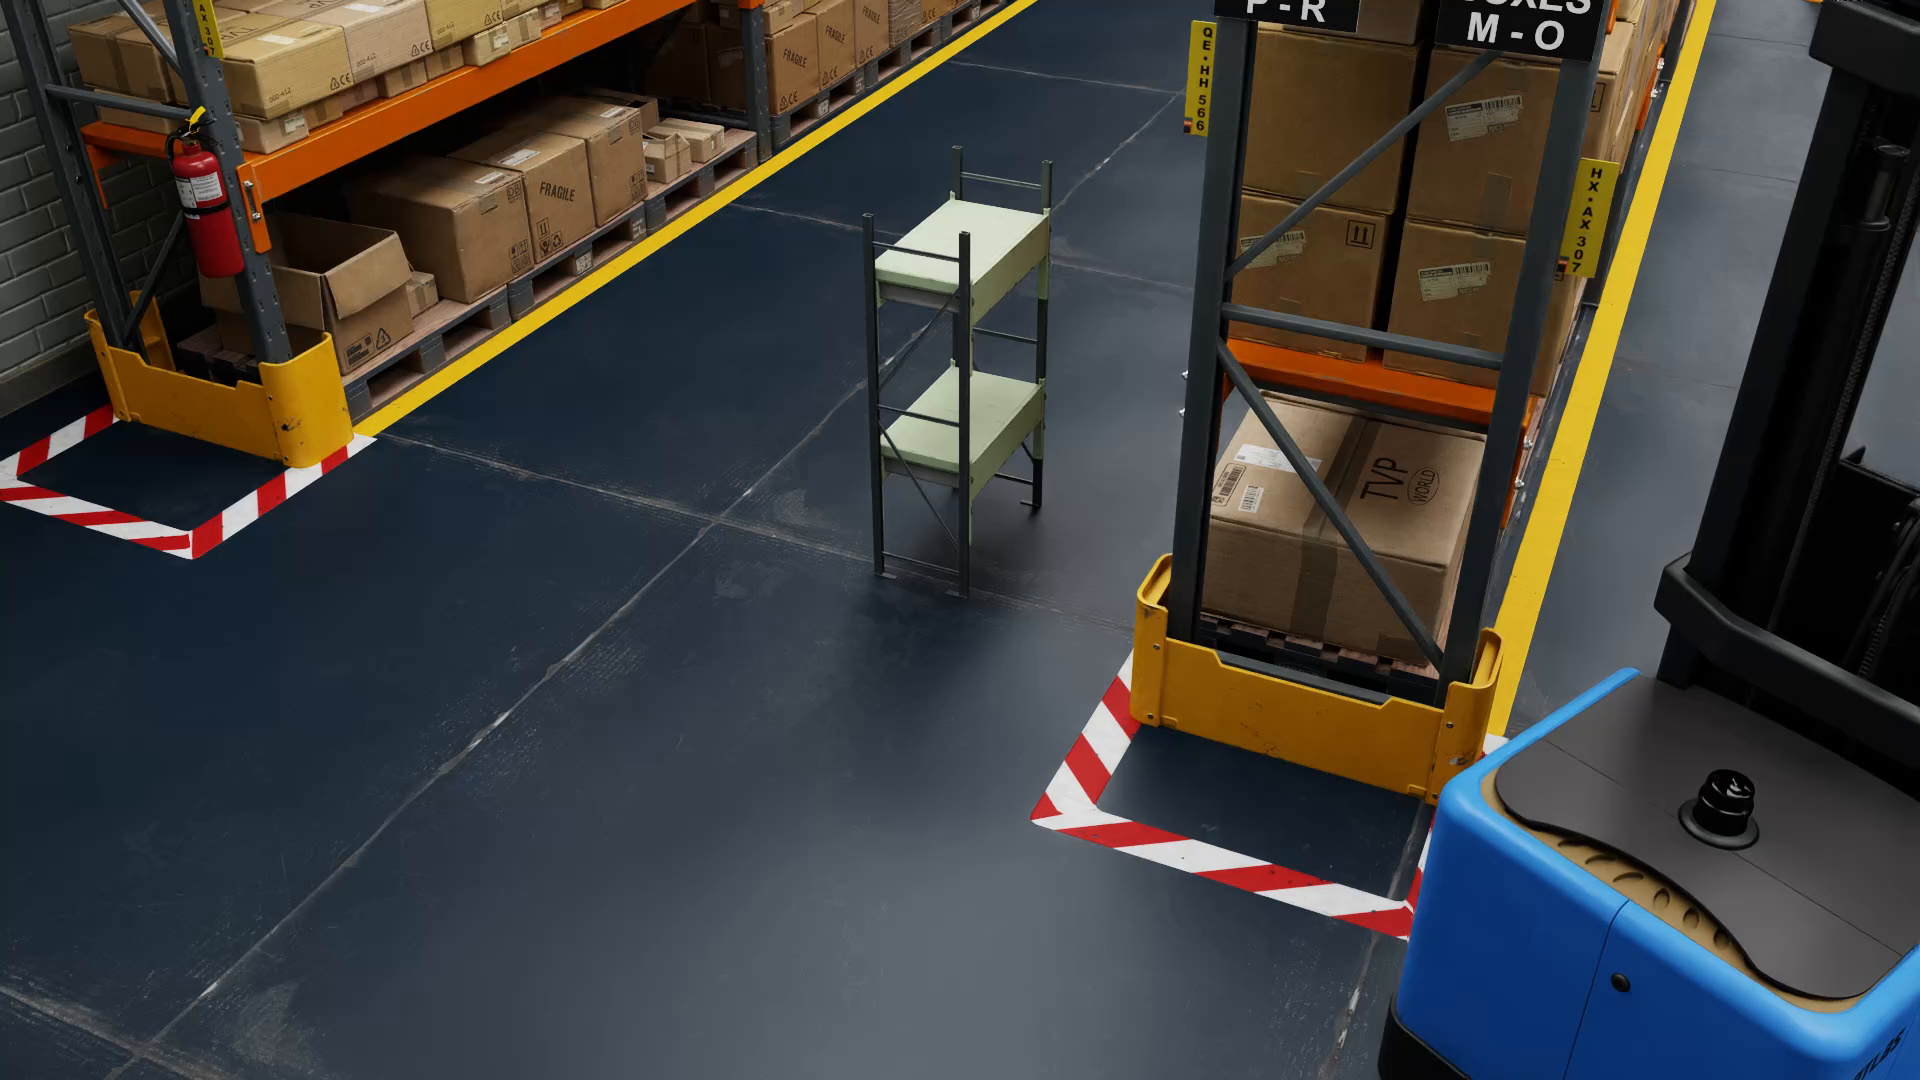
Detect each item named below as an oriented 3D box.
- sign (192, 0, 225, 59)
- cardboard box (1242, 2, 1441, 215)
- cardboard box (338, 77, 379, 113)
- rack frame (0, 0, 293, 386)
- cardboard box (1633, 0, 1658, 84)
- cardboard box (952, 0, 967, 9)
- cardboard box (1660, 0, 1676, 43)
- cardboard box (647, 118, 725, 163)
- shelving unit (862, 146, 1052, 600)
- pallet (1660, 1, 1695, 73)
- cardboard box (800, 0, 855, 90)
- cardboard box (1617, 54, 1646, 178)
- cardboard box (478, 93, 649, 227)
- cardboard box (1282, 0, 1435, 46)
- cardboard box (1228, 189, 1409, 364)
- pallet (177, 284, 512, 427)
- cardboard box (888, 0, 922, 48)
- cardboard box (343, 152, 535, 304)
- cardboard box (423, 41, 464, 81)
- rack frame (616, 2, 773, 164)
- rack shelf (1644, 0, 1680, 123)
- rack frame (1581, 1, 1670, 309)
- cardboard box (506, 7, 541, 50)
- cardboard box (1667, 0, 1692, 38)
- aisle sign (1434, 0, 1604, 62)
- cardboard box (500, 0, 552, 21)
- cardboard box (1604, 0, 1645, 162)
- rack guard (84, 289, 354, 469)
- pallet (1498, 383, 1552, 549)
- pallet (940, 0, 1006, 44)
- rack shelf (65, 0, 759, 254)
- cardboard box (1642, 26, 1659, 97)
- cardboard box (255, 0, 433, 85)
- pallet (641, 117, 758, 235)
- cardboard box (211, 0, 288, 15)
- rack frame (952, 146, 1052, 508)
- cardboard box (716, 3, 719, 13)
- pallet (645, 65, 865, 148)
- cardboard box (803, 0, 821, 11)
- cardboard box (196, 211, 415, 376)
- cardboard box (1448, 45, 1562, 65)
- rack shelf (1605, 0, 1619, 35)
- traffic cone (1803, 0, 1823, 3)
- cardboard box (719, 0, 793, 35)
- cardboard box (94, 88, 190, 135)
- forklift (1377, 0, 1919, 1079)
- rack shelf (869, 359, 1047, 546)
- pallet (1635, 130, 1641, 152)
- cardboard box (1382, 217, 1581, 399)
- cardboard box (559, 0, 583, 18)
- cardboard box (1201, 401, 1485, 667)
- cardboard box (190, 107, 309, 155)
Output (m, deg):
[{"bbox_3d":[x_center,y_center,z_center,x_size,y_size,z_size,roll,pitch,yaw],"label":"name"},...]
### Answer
[{"bbox_3d":[-2.833,-1.972,6.233,0.100,0.325,0.005,14,36,20],"label":"sign"},{"bbox_3d":[1.170,-1.352,5.074,0.500,0.500,0.500,15,36,22],"label":"cardboard box"},{"bbox_3d":[-2.796,-2.006,7.303,0.380,0.149,0.250,14,36,20],"label":"cardboard box"},{"bbox_3d":[-3.326,-1.735,6.660,1.000,3.000,0.127,14,36,20],"label":"rack frame"},{"bbox_3d":[2.270,-1.997,6.057,0.500,0.500,0.500,14,36,21],"label":"cardboard box"},{"bbox_3d":[-0.179,-4.342,12.534,0.500,0.500,0.500,14,36,20],"label":"cardboard box"},{"bbox_3d":[3.282,-2.686,8.247,0.500,0.250,0.500,13,36,19],"label":"cardboard box"},{"bbox_3d":[-1.618,-2.365,9.839,0.380,0.149,0.250,13,35,19],"label":"cardboard box"},{"bbox_3d":[0.003,-0.631,6.344,0.431,1.500,0.755,14,36,20],"label":"shelving unit"},{"bbox_3d":[4.860,-3.805,12.360,1.003,0.211,1.213,14,36,20],"label":"pallet"},{"bbox_3d":[-1.031,-3.314,10.965,0.500,0.500,0.500,14,36,20],"label":"cardboard box"},{"bbox_3d":[2.256,-1.574,6.323,0.500,0.500,0.500,15,36,22],"label":"cardboard box"},{"bbox_3d":[-2.156,-2.082,9.086,0.700,0.500,0.500,13,35,19],"label":"cardboard box"},{"bbox_3d":[1.153,-1.554,4.789,0.380,0.149,0.250,15,36,21],"label":"cardboard box"},{"bbox_3d":[1.146,-0.940,5.358,0.500,0.500,0.500,14,36,21],"label":"cardboard box"},{"bbox_3d":[-2.961,-1.003,8.088,1.003,0.211,1.213,14,36,20],"label":"pallet"},{"bbox_3d":[-0.596,-3.818,11.734,0.500,0.500,0.500,13,35,19],"label":"cardboard box"},{"bbox_3d":[-2.591,-1.565,8.297,0.700,0.500,0.500,16,36,22],"label":"cardboard box"},{"bbox_3d":[-2.529,-2.252,7.678,0.380,0.149,0.250,15,36,21],"label":"cardboard box"},{"bbox_3d":[-1.652,-3.727,9.698,1.000,3.000,0.127,14,36,20],"label":"rack frame"},{"bbox_3d":[3.695,-3.285,9.681,1.077,0.370,4.000,14,36,20],"label":"rack shelf"},{"bbox_3d":[2.858,-2.590,7.964,1.000,3.000,0.127,14,36,20],"label":"rack frame"},{"bbox_3d":[-2.263,-2.496,8.051,0.380,0.149,0.250,15,36,22],"label":"cardboard box"},{"bbox_3d":[4.777,-3.938,12.033,0.950,0.372,0.625,12,35,17],"label":"cardboard box"},{"bbox_3d":[1.418,-1.582,4.057,0.394,0.787,0.004,14,36,20],"label":"aisle sign"},{"bbox_3d":[-2.277,-2.724,8.035,0.500,0.250,0.500,13,36,19],"label":"cardboard box"},{"bbox_3d":[1.854,-1.490,5.284,0.500,0.500,0.500,13,35,19],"label":"cardboard box"},{"bbox_3d":[-3.294,-0.727,7.403,1.175,0.500,0.348,14,36,20],"label":"rack guard"},{"bbox_3d":[1.960,-0.453,7.249,1.003,0.211,1.213,14,36,20],"label":"pallet"},{"bbox_3d":[-0.325,-4.190,12.947,1.003,0.211,1.213,14,36,20],"label":"pallet"},{"bbox_3d":[-2.489,-2.430,8.376,1.077,0.370,4.000,14,36,20],"label":"rack shelf"},{"bbox_3d":[2.686,-2.085,7.102,0.500,0.500,0.500,13,36,19],"label":"cardboard box"},{"bbox_3d":[-2.680,-2.212,7.253,0.500,0.250,0.500,15,36,21],"label":"cardboard box"},{"bbox_3d":[-1.940,-2.219,9.941,1.003,0.211,1.213,14,36,20],"label":"pallet"},{"bbox_3d":[-3.157,-2.343,7.453,0.500,0.250,0.500,14,36,21],"label":"cardboard box"},{"bbox_3d":[0.156,-0.813,6.622,0.400,1.500,0.023,14,36,20],"label":"rack frame"},{"bbox_3d":[-1.655,-3.510,10.673,0.380,0.149,0.250,14,36,21],"label":"cardboard box"},{"bbox_3d":[-1.346,-2.974,11.094,1.003,0.211,1.213,14,36,20],"label":"pallet"},{"bbox_3d":[-1.118,-3.532,10.706,0.380,0.149,0.250,12,35,18],"label":"cardboard box"},{"bbox_3d":[-2.984,-1.149,7.661,0.797,0.503,0.637,13,35,19],"label":"cardboard box"},{"bbox_3d":[1.584,-1.442,4.619,0.380,0.149,0.250,15,36,21],"label":"cardboard box"},{"bbox_3d":[2.021,-2.547,5.820,1.077,0.370,4.000,14,36,20],"label":"rack shelf"},{"bbox_3d":[6.958,-4.575,13.305,0.336,0.463,0.334,14,36,20],"label":"traffic cone"},{"bbox_3d":[-1.260,-3.246,10.270,0.380,0.149,0.250,16,36,23],"label":"cardboard box"},{"bbox_3d":[-3.431,-1.856,7.074,0.380,0.149,0.250,14,36,20],"label":"cardboard box"},{"bbox_3d":[2.592,-0.036,4.133,3.031,2.935,1.130,-23,40,-31],"label":"forklift"},{"bbox_3d":[0.003,-0.358,6.523,0.431,0.370,0.720,14,36,20],"label":"rack shelf"},{"bbox_3d":[3.621,-2.435,10.271,1.003,0.211,1.213,14,36,20],"label":"pallet"},{"bbox_3d":[1.646,-0.813,5.163,0.500,0.500,0.500,14,36,20],"label":"cardboard box"},{"bbox_3d":[-2.157,-2.774,8.475,0.380,0.149,0.250,15,36,21],"label":"cardboard box"},{"bbox_3d":[1.370,-0.053,6.050,0.875,0.438,0.875,13,35,19],"label":"cardboard box"},{"bbox_3d":[-2.939,-1.730,6.882,0.380,0.149,0.250,14,36,20],"label":"cardboard box"}]
